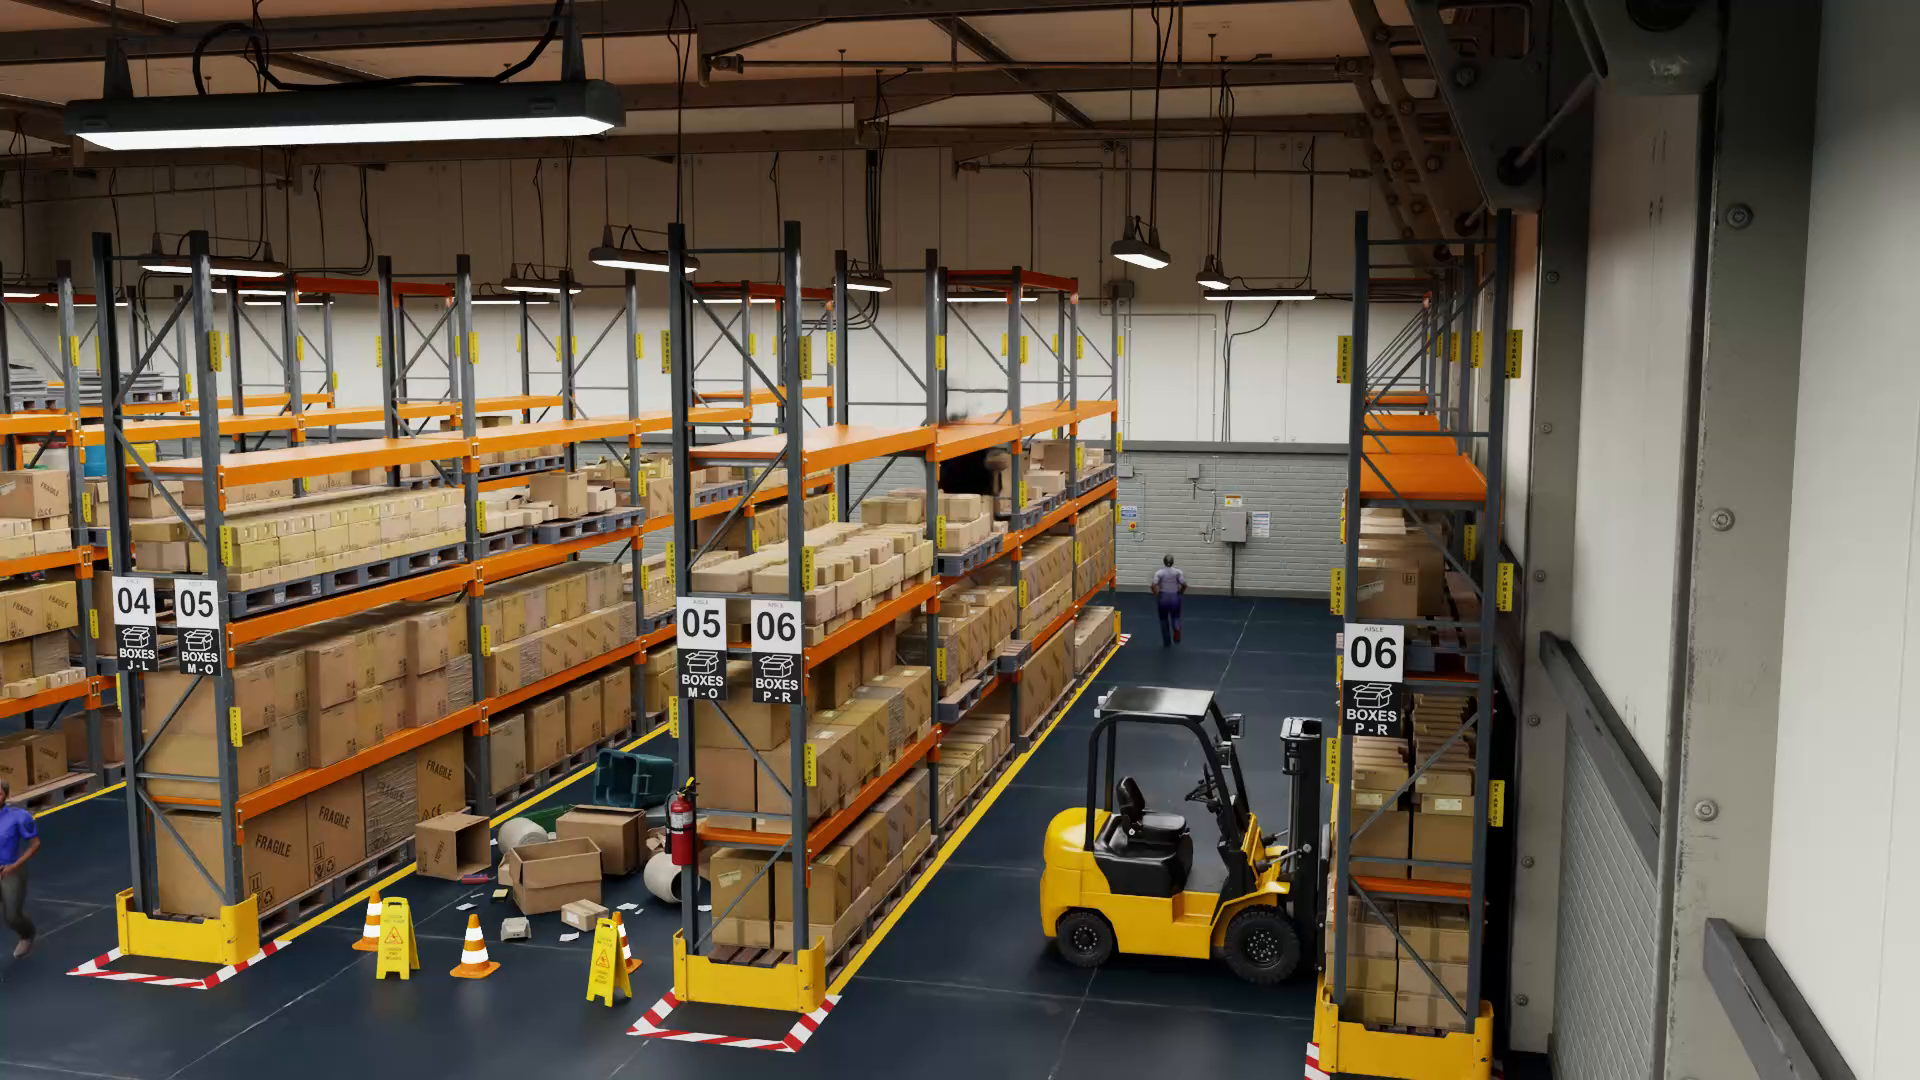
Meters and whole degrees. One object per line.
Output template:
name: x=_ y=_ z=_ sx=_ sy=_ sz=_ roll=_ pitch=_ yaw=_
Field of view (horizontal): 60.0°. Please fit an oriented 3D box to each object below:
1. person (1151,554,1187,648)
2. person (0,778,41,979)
person: x=3.455 y=1.022 z=27.586 sx=0.600 sy=1.594 sz=0.617 roll=0 pitch=7 yaw=3
person: x=-7.714 y=2.781 z=13.429 sx=0.598 sy=1.583 sz=0.881 roll=-1 pitch=7 yaw=-12
